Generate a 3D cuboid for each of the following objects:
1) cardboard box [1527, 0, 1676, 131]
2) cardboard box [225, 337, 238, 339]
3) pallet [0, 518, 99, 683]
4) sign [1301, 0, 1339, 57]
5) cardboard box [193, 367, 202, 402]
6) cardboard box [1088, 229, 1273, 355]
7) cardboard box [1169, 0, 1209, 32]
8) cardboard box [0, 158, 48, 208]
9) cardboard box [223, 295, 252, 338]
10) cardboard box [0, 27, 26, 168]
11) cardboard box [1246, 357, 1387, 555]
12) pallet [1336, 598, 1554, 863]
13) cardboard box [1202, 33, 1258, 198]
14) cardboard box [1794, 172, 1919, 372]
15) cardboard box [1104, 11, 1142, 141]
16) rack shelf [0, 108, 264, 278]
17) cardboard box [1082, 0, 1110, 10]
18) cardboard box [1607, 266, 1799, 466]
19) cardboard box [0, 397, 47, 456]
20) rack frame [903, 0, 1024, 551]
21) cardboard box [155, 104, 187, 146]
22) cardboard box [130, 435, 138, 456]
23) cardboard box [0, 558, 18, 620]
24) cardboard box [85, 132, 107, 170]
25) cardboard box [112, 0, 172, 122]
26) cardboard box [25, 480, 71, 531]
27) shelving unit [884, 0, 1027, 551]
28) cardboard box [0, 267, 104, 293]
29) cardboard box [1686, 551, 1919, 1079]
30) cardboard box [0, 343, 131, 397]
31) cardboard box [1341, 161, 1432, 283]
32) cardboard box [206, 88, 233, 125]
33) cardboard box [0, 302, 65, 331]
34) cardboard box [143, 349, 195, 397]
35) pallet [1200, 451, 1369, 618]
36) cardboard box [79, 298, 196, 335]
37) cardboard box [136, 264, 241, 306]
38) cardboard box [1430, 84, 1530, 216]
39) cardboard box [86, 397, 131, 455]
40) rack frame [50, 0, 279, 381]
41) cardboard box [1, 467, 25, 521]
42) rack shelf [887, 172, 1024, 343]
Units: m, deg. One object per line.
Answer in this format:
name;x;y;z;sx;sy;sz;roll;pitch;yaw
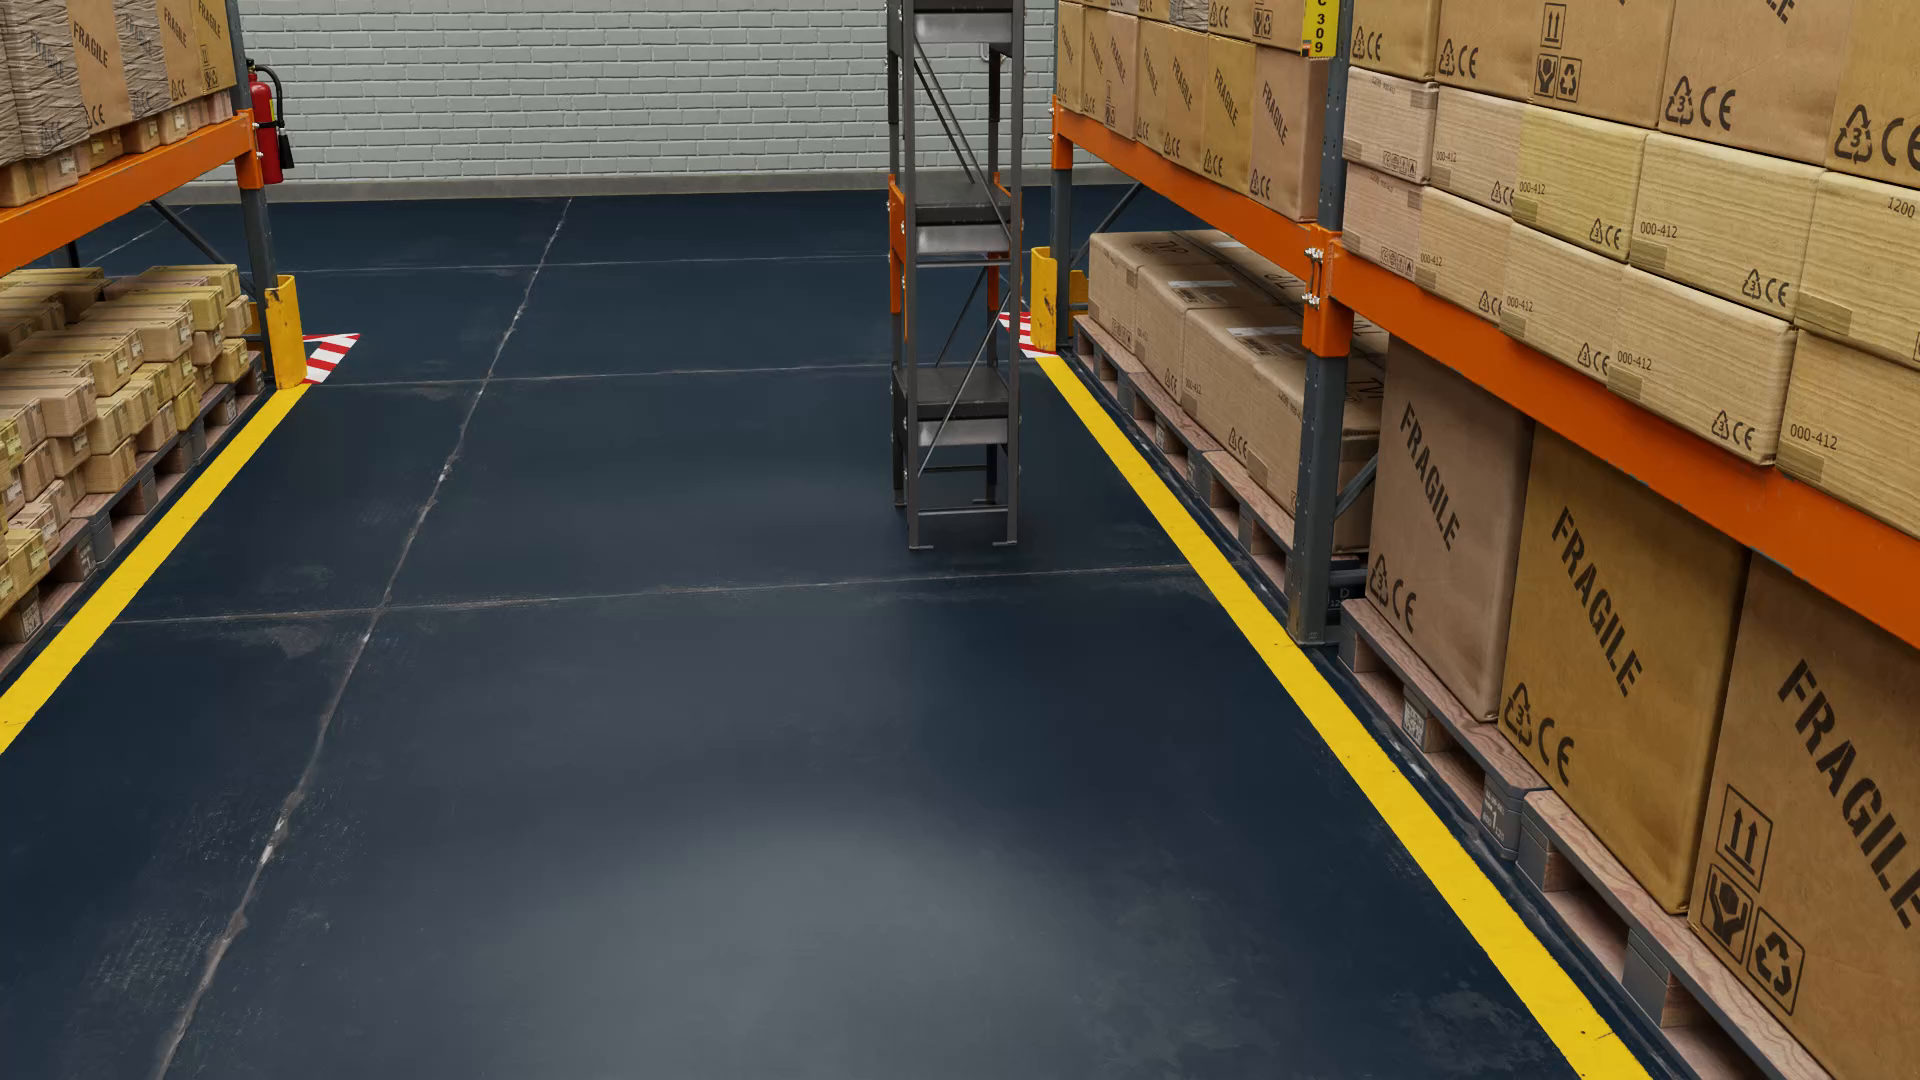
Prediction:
cardboard box;1.512;-1.107;3.320;0.500;0.500;0.500;-3;21;-9
cardboard box;-3.616;-0.897;7.804;0.380;0.149;0.250;-3;21;-7
pallet;-3.453;0.253;5.236;1.003;0.211;1.213;-3;21;-8
sign;1.013;-1.521;4.651;0.100;0.325;0.005;-3;21;-8
cardboard box;-3.477;-0.632;7.095;0.380;0.149;0.250;-3;21;-7
cardboard box;1.180;-1.265;8.377;0.875;0.438;0.875;-4;21;-10
cardboard box;1.073;-2.123;6.042;0.500;0.500;0.500;-3;21;-7
cardboard box;-3.244;-1.179;5.446;0.380;0.149;0.250;-3;21;-7
cardboard box;-3.539;-1.039;7.761;0.380;0.149;0.250;-3;21;-9
cardboard box;-3.222;-1.363;5.012;0.500;0.500;0.500;-3;21;-8
cardboard box;1.578;-0.326;5.864;0.875;0.438;0.875;-3;21;-9
pallet;1.748;0.463;4.675;1.003;0.211;1.213;-3;21;-8
cardboard box;1.163;-1.479;5.747;0.500;0.500;0.500;-3;21;-9
cardboard box;1.646;-0.394;2.484;0.500;0.250;0.500;-3;21;-9
cardboard box;0.927;-2.007;7.160;0.500;0.500;0.500;-3;21;-8
rack shelf;-3.610;-1.178;6.110;1.077;0.370;4.000;-3;21;-8
cardboard box;0.855;-2.648;7.447;0.500;0.500;0.500;-3;21;-9
cardboard box;1.562;-0.340;3.054;0.500;0.250;0.500;-3;21;-9
cardboard box;-3.292;-0.364;5.529;0.380;0.149;0.250;-3;21;-9
rack frame;0.011;-0.956;5.776;0.400;2.100;0.015;-3;21;-8
cardboard box;-3.462;-1.730;6.919;0.380;0.149;0.250;-2;21;-6
cardboard box;-3.397;-0.360;6.367;0.380;0.149;0.250;-2;21;-6
cardboard box;-3.056;0.174;4.937;0.380;0.149;0.250;-4;21;-10
cardboard box;-3.418;-1.449;6.168;0.380;0.149;0.250;-3;21;-7
cardboard box;-3.427;-1.897;6.440;0.500;0.500;0.500;-3;21;-8
cardboard box;-3.268;-0.087;5.635;0.380;0.149;0.250;-3;21;-9
shelving unit;-0.024;-1.041;6.002;0.431;2.100;0.503;-3;21;-8
cardboard box;-4.159;-1.148;7.628;0.380;0.149;0.250;-4;21;-10
cardboard box;1.997;0.524;2.962;0.875;0.875;0.875;-3;21;-7
cardboard box;-3.366;-0.634;6.251;0.380;0.149;0.250;-3;21;-7
cardboard box;1.365;-0.871;4.475;0.500;0.250;0.500;-3;21;-9
cardboard box;-3.571;-1.991;7.618;0.380;0.149;0.250;-3;21;-8
cardboard box;-3.973;-0.884;6.919;0.380;0.149;0.250;-4;21;-10
cardboard box;-3.375;-0.681;6.801;0.380;0.149;0.250;-3;21;-7
pallet;1.530;-0.068;6.096;1.003;0.211;1.213;-3;21;-8
cardboard box;-3.454;-0.910;6.991;0.380;0.149;0.250;-4;21;-10
cardboard box;-3.571;-1.176;7.703;0.380;0.149;0.250;-3;21;-7
cardboard box;1.450;-0.925;3.906;0.500;0.250;0.500;-3;21;-7
cardboard box;-3.279;-0.411;6.078;0.380;0.149;0.250;-3;21;-8
rack frame;-3.898;-2.207;7.838;1.000;3.000;0.127;-3;21;-8
cardboard box;-3.253;-0.130;5.326;0.380;0.149;0.250;-3;21;-8
rack shelf;-0.024;-1.028;6.007;0.431;0.518;0.480;-3;21;-8
